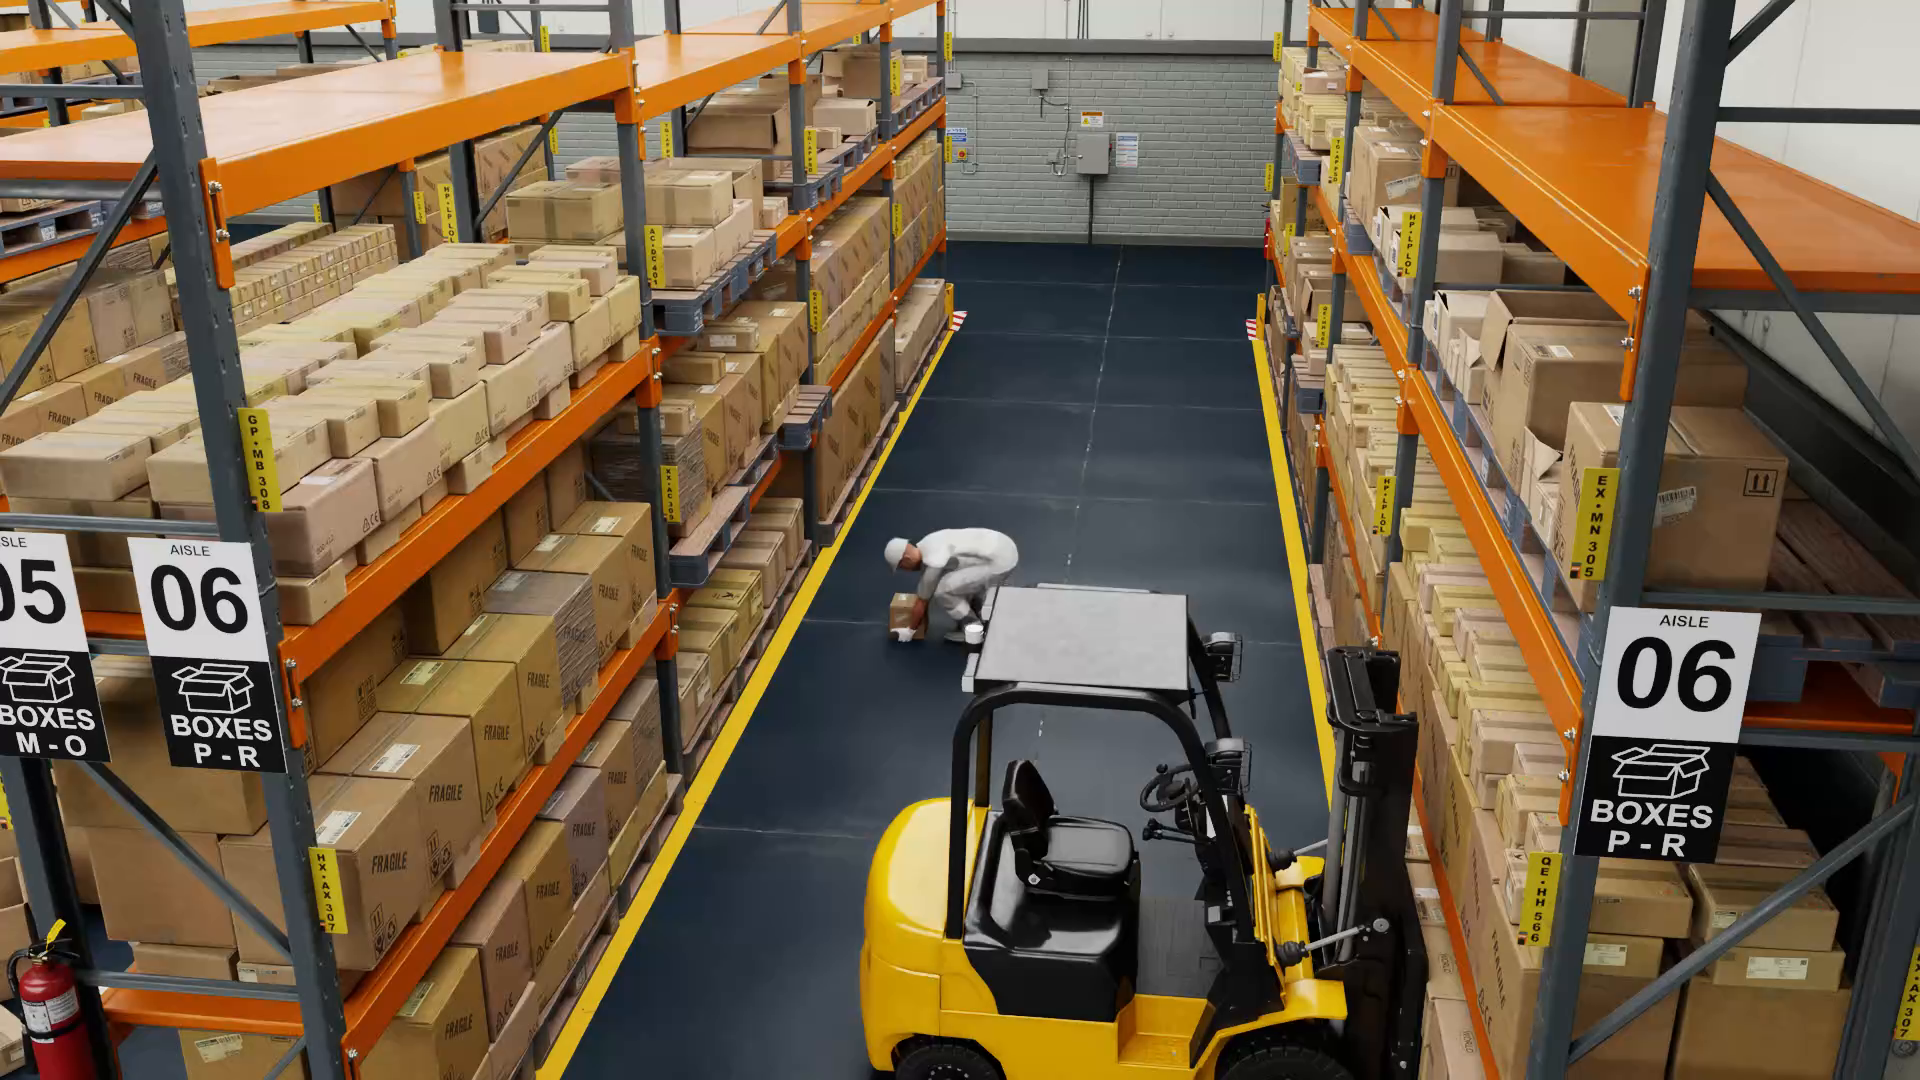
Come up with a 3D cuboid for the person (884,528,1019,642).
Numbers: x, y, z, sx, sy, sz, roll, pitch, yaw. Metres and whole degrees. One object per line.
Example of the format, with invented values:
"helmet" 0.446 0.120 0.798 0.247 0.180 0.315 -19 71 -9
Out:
"person" -0.067 0.324 12.050 0.954 0.828 0.516 2 21 5
